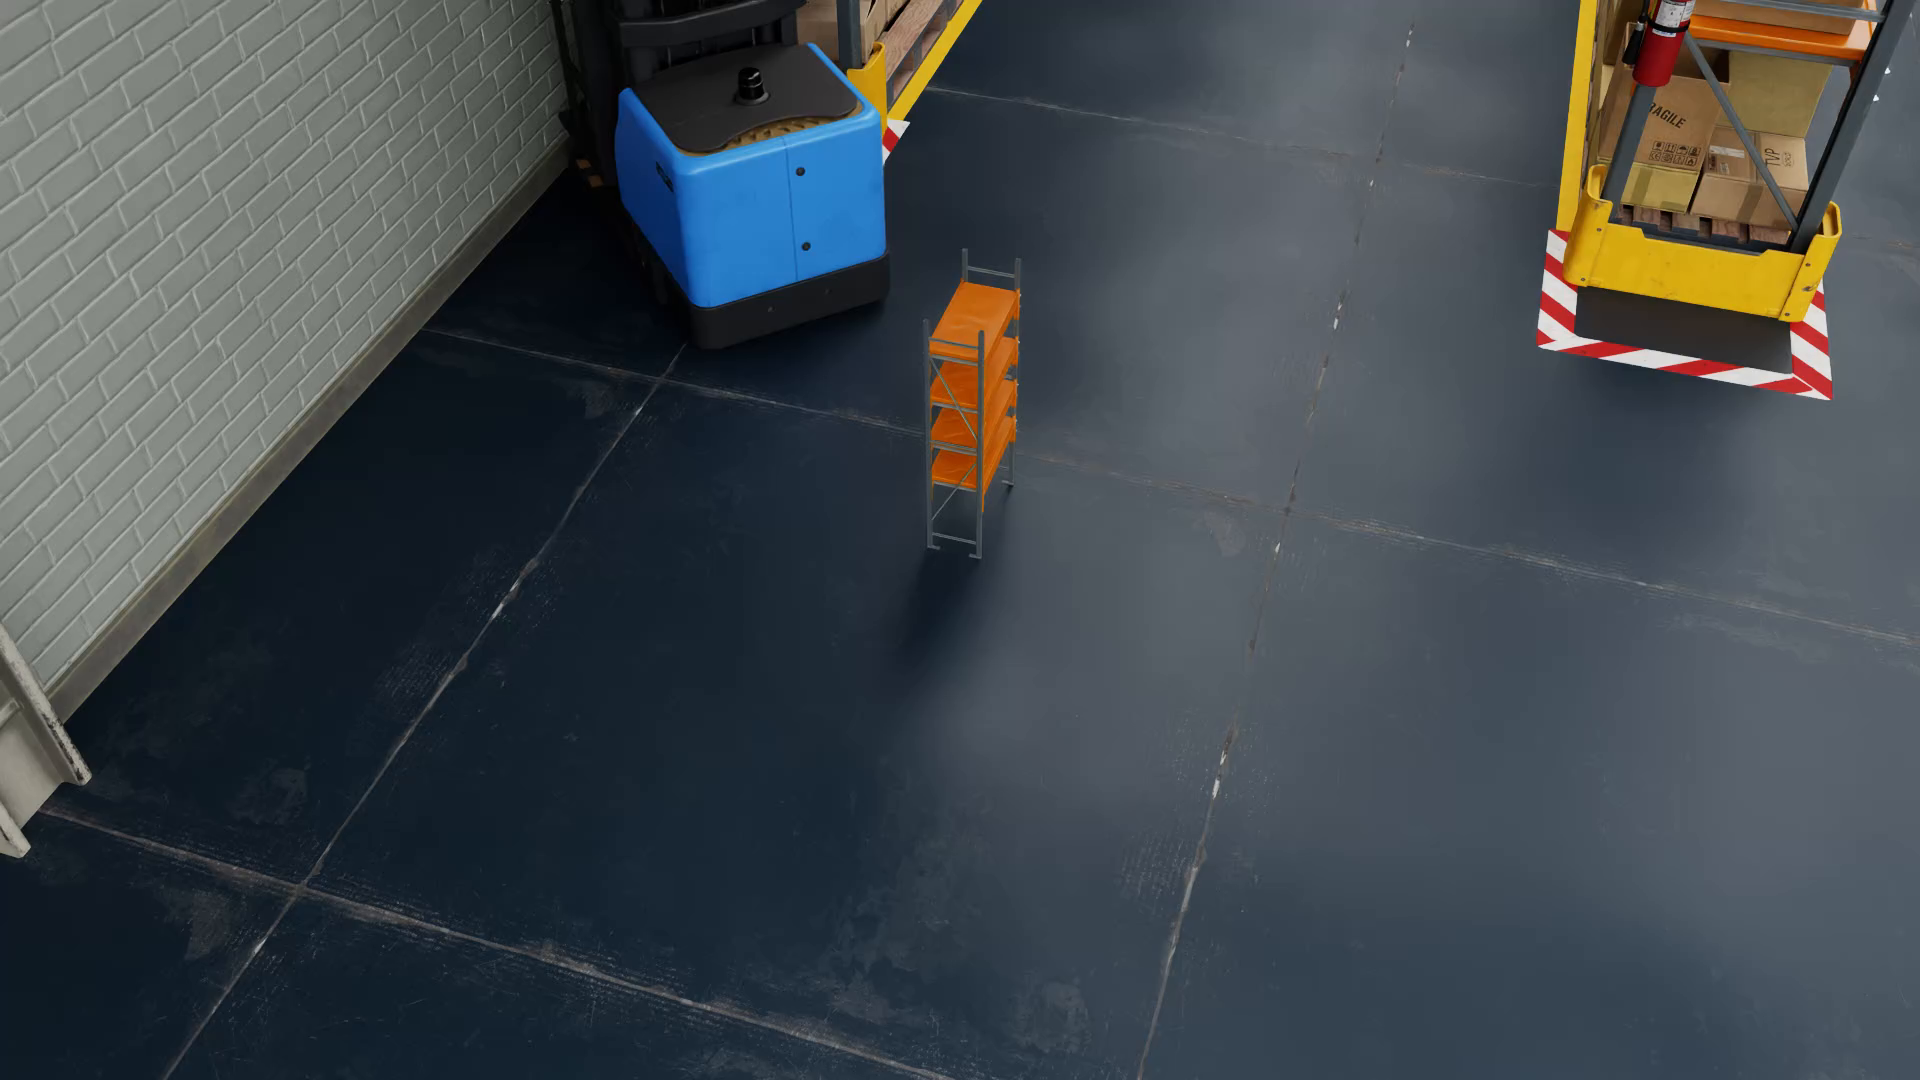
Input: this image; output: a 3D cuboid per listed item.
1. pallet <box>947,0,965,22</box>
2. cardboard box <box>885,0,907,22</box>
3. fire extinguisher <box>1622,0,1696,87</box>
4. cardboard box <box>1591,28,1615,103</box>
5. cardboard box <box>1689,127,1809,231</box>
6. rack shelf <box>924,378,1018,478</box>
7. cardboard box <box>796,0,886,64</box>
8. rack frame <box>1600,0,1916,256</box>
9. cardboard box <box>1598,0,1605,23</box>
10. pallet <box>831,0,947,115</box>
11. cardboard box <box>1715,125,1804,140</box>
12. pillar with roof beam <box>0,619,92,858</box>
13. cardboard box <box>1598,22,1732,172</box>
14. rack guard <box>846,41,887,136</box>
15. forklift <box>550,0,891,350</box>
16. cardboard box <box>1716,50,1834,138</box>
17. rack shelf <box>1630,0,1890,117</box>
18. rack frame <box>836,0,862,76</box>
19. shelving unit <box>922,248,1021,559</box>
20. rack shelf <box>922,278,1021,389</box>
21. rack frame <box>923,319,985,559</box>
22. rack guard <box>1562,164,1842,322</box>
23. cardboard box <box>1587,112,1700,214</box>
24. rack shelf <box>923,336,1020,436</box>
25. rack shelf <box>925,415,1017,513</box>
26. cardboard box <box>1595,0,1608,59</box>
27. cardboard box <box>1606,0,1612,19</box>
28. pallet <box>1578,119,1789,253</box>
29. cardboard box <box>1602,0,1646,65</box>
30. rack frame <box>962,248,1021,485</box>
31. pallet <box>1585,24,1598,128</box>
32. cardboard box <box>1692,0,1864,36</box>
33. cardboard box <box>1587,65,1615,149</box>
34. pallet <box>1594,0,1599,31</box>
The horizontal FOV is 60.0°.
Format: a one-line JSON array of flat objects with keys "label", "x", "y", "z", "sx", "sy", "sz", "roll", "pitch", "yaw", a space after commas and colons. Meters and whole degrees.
[{"label": "pallet", "x": -0.359, "y": -3.840, "z": 10.922, "sx": 1.003, "sy": 0.211, "sz": 1.213, "roll": 13, "pitch": 46, "yaw": 13}, {"label": "cardboard box", "x": -0.565, "y": -3.460, "z": 10.148, "sx": 0.500, "sy": 0.311, "sz": 0.500, "roll": 16, "pitch": 47, "yaw": 16}, {"label": "fire extinguisher", "x": 3.210, "y": -2.387, "z": 7.499, "sx": 0.296, "sy": 0.674, "sz": 0.183, "roll": 13, "pitch": 46, "yaw": 13}, {"label": "cardboard box", "x": 3.859, "y": -2.652, "z": 9.380, "sx": 0.500, "sy": 0.250, "sz": 0.500, "roll": 13, "pitch": 46, "yaw": 13}, {"label": "cardboard box", "x": 4.063, "y": -1.872, "z": 8.583, "sx": 0.500, "sy": 0.250, "sz": 0.500, "roll": 13, "pitch": 46, "yaw": 13}, {"label": "rack shelf", "x": 0.050, "y": -0.491, "z": 6.889, "sx": 0.258, "sy": 0.148, "sz": 0.480, "roll": 13, "pitch": 46, "yaw": 12}, {"label": "cardboard box", "x": -0.738, "y": -3.080, "z": 9.759, "sx": 0.500, "sy": 0.311, "sz": 0.500, "roll": 8, "pitch": 45, "yaw": 8}, {"label": "rack frame", "x": 3.689, "y": -2.395, "z": 7.451, "sx": 1.000, "sy": 3.000, "sz": 0.127, "roll": 13, "pitch": 46, "yaw": 13}, {"label": "cardboard box", "x": 4.158, "y": -3.319, "z": 10.062, "sx": 0.500, "sy": 0.250, "sz": 0.500, "roll": 13, "pitch": 46, "yaw": 13}, {"label": "pallet", "x": -0.731, "y": -3.029, "z": 10.094, "sx": 1.003, "sy": 0.211, "sz": 1.213, "roll": 13, "pitch": 46, "yaw": 13}, {"label": "cardboard box", "x": 4.211, "y": -2.206, "z": 8.925, "sx": 0.500, "sy": 0.250, "sz": 0.500, "roll": 13, "pitch": 46, "yaw": 13}, {"label": "pillar with roof beam", "x": 0.640, "y": -1.324, "z": 2.068, "sx": 9.100, "sy": 9.000, "sz": 0.400, "roll": 13, "pitch": 46, "yaw": 13}, {"label": "cardboard box", "x": 3.568, "y": -2.251, "z": 8.434, "sx": 0.500, "sy": 0.500, "sz": 0.500, "roll": 13, "pitch": 46, "yaw": 13}, {"label": "rack guard", "x": -1.010, "y": -2.599, "z": 9.447, "sx": 1.175, "sy": 0.500, "sz": 0.348, "roll": 13, "pitch": 46, "yaw": 13}, {"label": "forklift", "x": -1.480, "y": -2.990, "z": 8.109, "sx": 1.130, "sy": 2.935, "sz": 3.031, "roll": -20, "pitch": 48, "yaw": -19}, {"label": "cardboard box", "x": 4.213, "y": -2.474, "z": 8.662, "sx": 0.500, "sy": 0.500, "sz": 0.500, "roll": 13, "pitch": 46, "yaw": 13}, {"label": "rack shelf", "x": 4.295, "y": -3.471, "z": 9.065, "sx": 1.077, "sy": 0.370, "sz": 4.000, "roll": 13, "pitch": 46, "yaw": 13}, {"label": "rack frame", "x": -1.033, "y": -3.441, "z": 8.521, "sx": 1.000, "sy": 3.000, "sz": 0.127, "roll": 13, "pitch": 46, "yaw": 13}, {"label": "shelving unit", "x": 0.050, "y": -0.539, "z": 6.842, "sx": 0.258, "sy": 1.200, "sz": 0.503, "roll": 13, "pitch": 46, "yaw": 12}, {"label": "rack shelf", "x": 0.050, "y": -0.820, "z": 6.567, "sx": 0.258, "sy": 0.148, "sz": 0.480, "roll": 13, "pitch": 46, "yaw": 12}, {"label": "rack frame", "x": -0.024, "y": -0.377, "z": 6.676, "sx": 0.240, "sy": 1.200, "sz": 0.015, "roll": 13, "pitch": 46, "yaw": 12}, {"label": "rack guard", "x": 3.682, "y": -1.485, "z": 8.309, "sx": 1.175, "sy": 0.500, "sz": 0.348, "roll": 13, "pitch": 46, "yaw": 13}, {"label": "cardboard box", "x": 3.570, "y": -1.982, "z": 8.696, "sx": 0.500, "sy": 0.250, "sz": 0.500, "roll": 13, "pitch": 46, "yaw": 13}, {"label": "rack shelf", "x": 0.050, "y": -0.651, "z": 6.733, "sx": 0.258, "sy": 0.148, "sz": 0.480, "roll": 13, "pitch": 46, "yaw": 12}, {"label": "rack shelf", "x": 0.050, "y": -0.349, "z": 7.028, "sx": 0.258, "sy": 0.148, "sz": 0.480, "roll": 13, "pitch": 46, "yaw": 12}, {"label": "cardboard box", "x": 4.013, "y": -2.984, "z": 9.720, "sx": 0.500, "sy": 0.250, "sz": 0.500, "roll": 13, "pitch": 46, "yaw": 13}, {"label": "cardboard box", "x": 4.009, "y": -3.253, "z": 9.458, "sx": 0.500, "sy": 0.500, "sz": 0.500, "roll": 13, "pitch": 46, "yaw": 13}, {"label": "pallet", "x": 3.881, "y": -1.917, "z": 8.957, "sx": 1.003, "sy": 0.211, "sz": 1.213, "roll": 13, "pitch": 46, "yaw": 13}, {"label": "cardboard box", "x": 3.857, "y": -2.920, "z": 9.118, "sx": 0.500, "sy": 0.500, "sz": 0.500, "roll": 13, "pitch": 46, "yaw": 13}, {"label": "rack frame", "x": 0.124, "y": -0.702, "z": 7.008, "sx": 0.240, "sy": 1.200, "sz": 0.015, "roll": 13, "pitch": 46, "yaw": 12}, {"label": "pallet", "x": 4.252, "y": -2.727, "z": 9.785, "sx": 1.003, "sy": 0.211, "sz": 1.213, "roll": 13, "pitch": 46, "yaw": 13}, {"label": "cardboard box", "x": 3.843, "y": -2.739, "z": 7.732, "sx": 0.700, "sy": 0.500, "sz": 0.500, "roll": 13, "pitch": 46, "yaw": 13}, {"label": "cardboard box", "x": 3.710, "y": -2.318, "z": 9.039, "sx": 0.500, "sy": 0.250, "sz": 0.500, "roll": 13, "pitch": 46, "yaw": 13}, {"label": "pallet", "x": 4.620, "y": -3.543, "z": 10.619, "sx": 1.003, "sy": 0.211, "sz": 1.213, "roll": 13, "pitch": 46, "yaw": 13}]
